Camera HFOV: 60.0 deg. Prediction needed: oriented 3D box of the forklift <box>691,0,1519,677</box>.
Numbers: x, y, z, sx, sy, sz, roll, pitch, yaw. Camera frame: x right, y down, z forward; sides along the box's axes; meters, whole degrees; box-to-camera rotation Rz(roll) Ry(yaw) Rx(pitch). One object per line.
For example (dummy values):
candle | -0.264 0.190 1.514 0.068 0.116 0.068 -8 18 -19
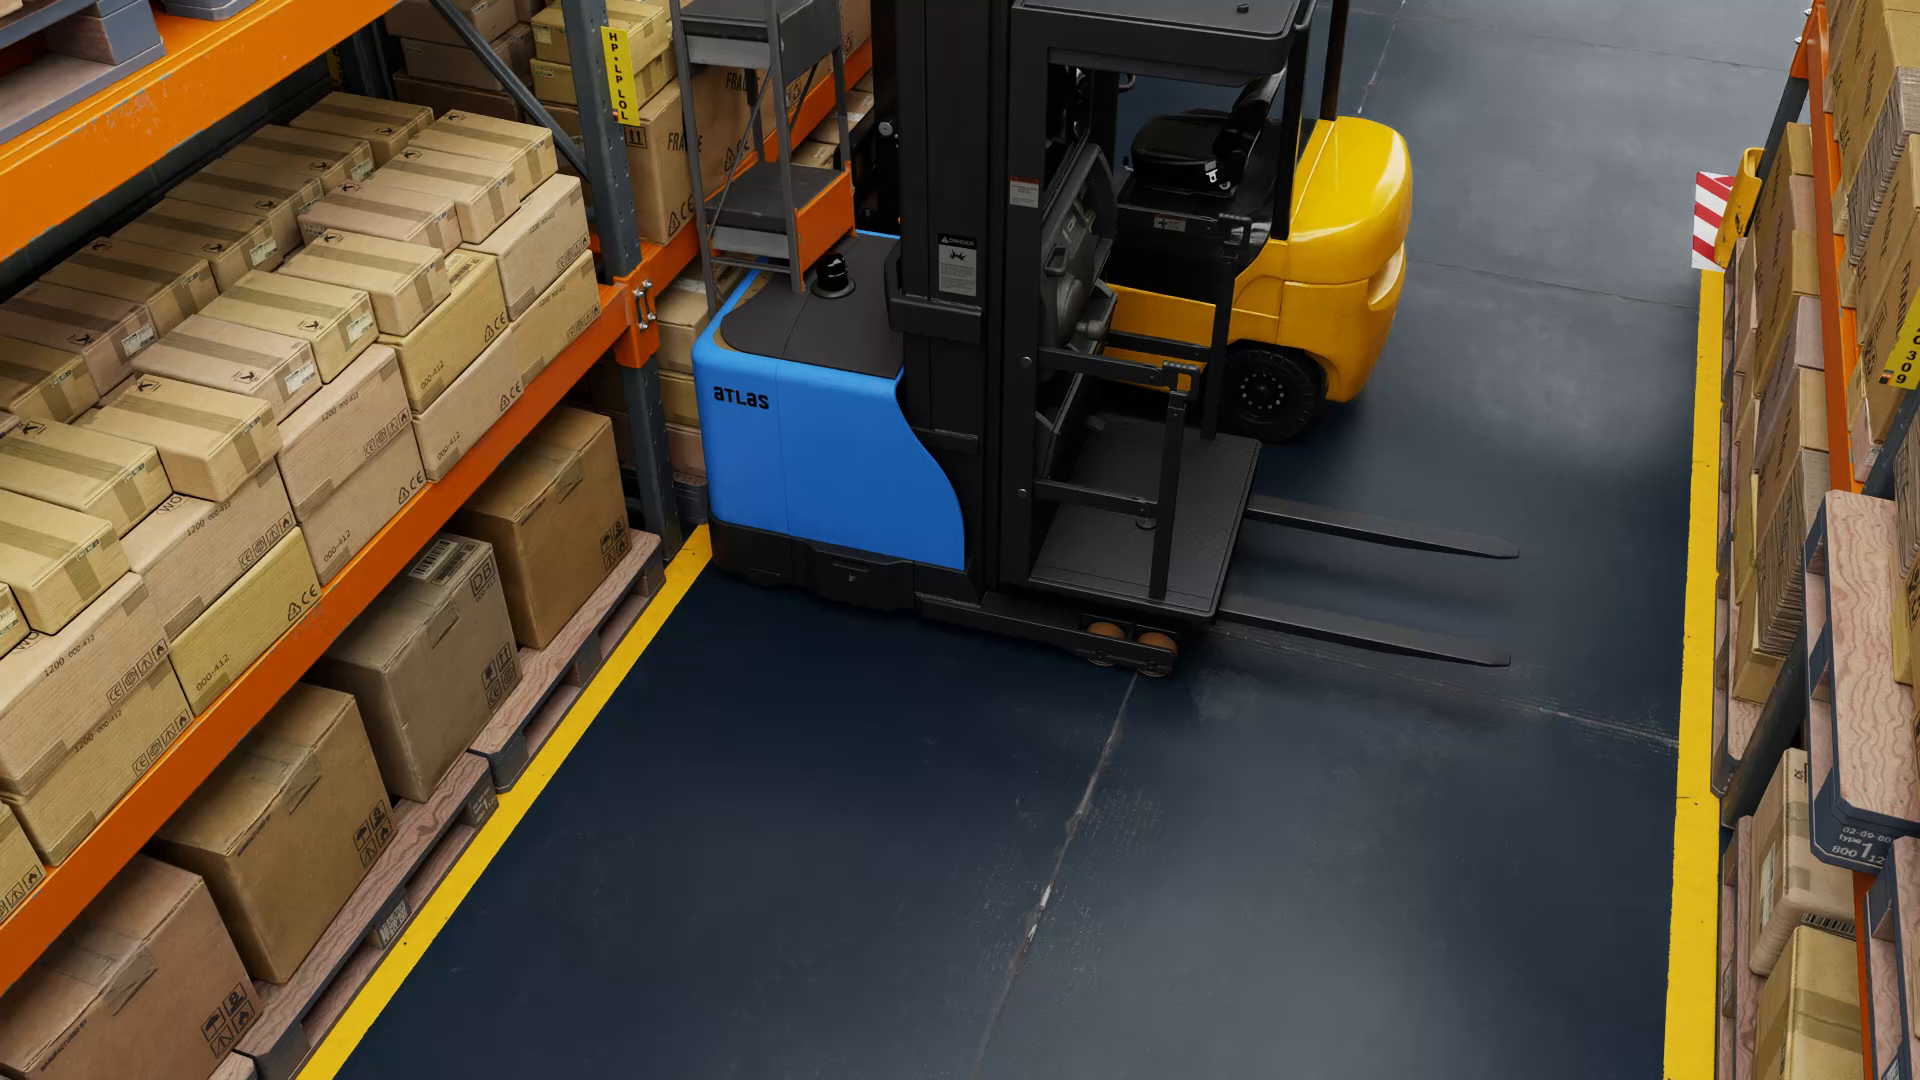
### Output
forklift | 0.598 -0.996 5.659 3.031 2.935 1.130 11 42 13

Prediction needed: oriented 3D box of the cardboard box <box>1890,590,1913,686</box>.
cardboard box | 2.477 0.257 4.007 0.380 0.149 0.250 14 42 16

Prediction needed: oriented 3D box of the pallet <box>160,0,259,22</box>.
pallet | -1.898 -1.723 4.294 0.805 0.209 1.217 12 42 13

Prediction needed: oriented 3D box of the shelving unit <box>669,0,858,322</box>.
shelving unit | -0.684 -1.140 6.318 0.431 2.100 0.503 11 36 18

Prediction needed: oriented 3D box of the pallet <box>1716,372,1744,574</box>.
pallet | 3.669 -0.199 6.821 1.003 0.211 1.213 13 42 15

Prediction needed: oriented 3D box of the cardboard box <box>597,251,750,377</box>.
cardboard box | -1.149 -0.915 6.536 0.500 0.250 0.500 13 42 14

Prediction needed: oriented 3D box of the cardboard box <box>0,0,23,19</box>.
cardboard box | -2.152 -1.141 2.987 0.500 0.500 0.500 14 42 16

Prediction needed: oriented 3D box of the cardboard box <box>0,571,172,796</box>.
cardboard box | -2.227 0.275 3.847 0.500 0.250 0.500 12 42 14

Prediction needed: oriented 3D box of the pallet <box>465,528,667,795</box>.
pallet | -1.824 0.324 6.208 1.003 0.211 1.213 13 42 15

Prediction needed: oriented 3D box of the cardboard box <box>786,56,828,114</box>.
cardboard box | -0.877 -2.076 6.796 0.500 0.500 0.500 13 42 15

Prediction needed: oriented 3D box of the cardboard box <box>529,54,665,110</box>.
cardboard box | -1.253 -1.616 5.756 0.380 0.149 0.250 13 42 14

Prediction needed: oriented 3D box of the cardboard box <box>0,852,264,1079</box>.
cardboard box | -2.535 1.211 4.526 0.875 0.625 0.625 15 43 16

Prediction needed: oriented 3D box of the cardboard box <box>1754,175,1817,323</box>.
cardboard box | 3.707 -1.169 7.027 0.500 0.500 0.500 12 42 13

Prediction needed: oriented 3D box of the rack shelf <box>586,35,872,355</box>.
rack shelf | -0.925 -2.141 7.503 1.077 0.370 4.000 13 42 15

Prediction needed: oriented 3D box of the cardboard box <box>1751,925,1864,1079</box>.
cardboard box | 2.637 1.504 4.377 0.950 0.372 0.625 16 43 18

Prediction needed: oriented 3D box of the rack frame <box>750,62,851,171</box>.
rack frame | -0.597 -1.270 6.505 0.400 2.100 0.015 11 36 18

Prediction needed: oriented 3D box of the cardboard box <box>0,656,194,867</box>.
cardboard box | -2.249 0.464 4.011 0.500 0.250 0.500 12 42 14

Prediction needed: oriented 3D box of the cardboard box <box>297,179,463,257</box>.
cardboard box | -1.722 -0.923 4.944 0.380 0.149 0.250 13 42 15

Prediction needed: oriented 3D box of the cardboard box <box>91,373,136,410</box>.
cardboard box | -2.391 -0.461 4.709 0.500 0.250 0.500 12 42 14

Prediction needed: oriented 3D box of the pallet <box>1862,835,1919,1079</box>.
pallet | 2.327 1.200 3.180 1.003 0.211 1.213 13 42 15

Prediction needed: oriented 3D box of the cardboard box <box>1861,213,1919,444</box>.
cardboard box | 2.975 -0.573 4.804 0.500 0.500 0.500 12 42 14

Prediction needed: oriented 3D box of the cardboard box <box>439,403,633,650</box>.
cardboard box | -1.777 -0.131 6.098 0.875 0.625 0.625 15 43 17

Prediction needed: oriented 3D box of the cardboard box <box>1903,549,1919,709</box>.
cardboard box | 2.456 0.121 3.667 0.500 0.500 0.500 13 42 15

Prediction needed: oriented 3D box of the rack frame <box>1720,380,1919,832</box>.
rack frame | 3.057 -0.096 4.551 1.000 3.000 0.127 13 42 15

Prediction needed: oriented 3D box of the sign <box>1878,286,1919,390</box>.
sign | 2.544 -0.541 4.406 0.100 0.325 0.005 13 42 15

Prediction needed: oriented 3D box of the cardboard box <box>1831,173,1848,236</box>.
cardboard box | 3.394 -1.199 6.037 0.380 0.149 0.250 14 42 15

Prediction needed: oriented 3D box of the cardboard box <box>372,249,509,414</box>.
cardboard box | -1.706 -0.657 4.939 0.500 0.250 0.500 12 42 14

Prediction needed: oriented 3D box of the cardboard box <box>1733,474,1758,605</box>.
cardboard box | 3.179 0.043 6.183 0.500 0.250 0.500 12 42 14

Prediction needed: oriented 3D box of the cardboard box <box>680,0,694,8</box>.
cardboard box | -1.138 -2.059 6.046 0.380 0.149 0.250 13 42 14

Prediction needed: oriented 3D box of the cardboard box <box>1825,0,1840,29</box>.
cardboard box | 4.002 -2.459 7.015 0.500 0.500 0.500 13 42 14

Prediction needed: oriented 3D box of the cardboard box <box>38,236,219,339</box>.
cardboard box | -2.335 -0.702 4.685 0.380 0.149 0.250 13 42 15

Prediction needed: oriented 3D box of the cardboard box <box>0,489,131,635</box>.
cardboard box | -2.160 0.041 3.814 0.380 0.149 0.250 14 42 16

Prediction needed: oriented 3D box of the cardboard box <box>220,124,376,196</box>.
cardboard box | -2.072 -1.161 5.223 0.380 0.149 0.250 12 42 14

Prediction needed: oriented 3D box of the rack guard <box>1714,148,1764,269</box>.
rack guard | 4.399 -1.538 8.168 1.175 0.500 0.348 13 42 15

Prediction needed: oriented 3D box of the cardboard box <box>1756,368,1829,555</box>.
cardboard box | 3.179 -0.226 5.921 0.500 0.500 0.500 14 42 16

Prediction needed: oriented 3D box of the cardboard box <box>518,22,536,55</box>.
cardboard box | -1.688 -1.893 6.081 0.380 0.149 0.250 12 42 14

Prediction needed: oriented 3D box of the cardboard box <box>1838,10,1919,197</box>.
cardboard box | 3.488 -1.520 5.914 0.500 0.500 0.500 12 42 14

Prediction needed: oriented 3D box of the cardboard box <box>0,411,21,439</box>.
cardboard box | -2.549 -0.224 4.125 0.380 0.149 0.250 14 43 16

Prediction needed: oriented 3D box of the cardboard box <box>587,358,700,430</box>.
cardboard box | -1.154 -0.726 6.699 0.500 0.250 0.500 13 42 15

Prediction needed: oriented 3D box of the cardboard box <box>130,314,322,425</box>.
cardboard box | -1.926 -0.436 4.374 0.380 0.149 0.250 14 42 15

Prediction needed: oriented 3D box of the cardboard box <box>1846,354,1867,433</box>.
cardboard box | 2.959 -0.418 5.122 0.380 0.149 0.250 14 42 16

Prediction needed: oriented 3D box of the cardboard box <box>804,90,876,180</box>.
cardboard box | -0.618 -1.849 7.630 0.500 0.250 0.500 12 42 14

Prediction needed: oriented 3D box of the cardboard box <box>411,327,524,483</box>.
cardboard box | -1.702 -0.465 5.099 0.500 0.250 0.500 13 42 15

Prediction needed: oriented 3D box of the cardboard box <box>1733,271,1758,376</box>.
cardboard box | 3.707 -0.909 7.299 0.500 0.250 0.500 15 43 17
